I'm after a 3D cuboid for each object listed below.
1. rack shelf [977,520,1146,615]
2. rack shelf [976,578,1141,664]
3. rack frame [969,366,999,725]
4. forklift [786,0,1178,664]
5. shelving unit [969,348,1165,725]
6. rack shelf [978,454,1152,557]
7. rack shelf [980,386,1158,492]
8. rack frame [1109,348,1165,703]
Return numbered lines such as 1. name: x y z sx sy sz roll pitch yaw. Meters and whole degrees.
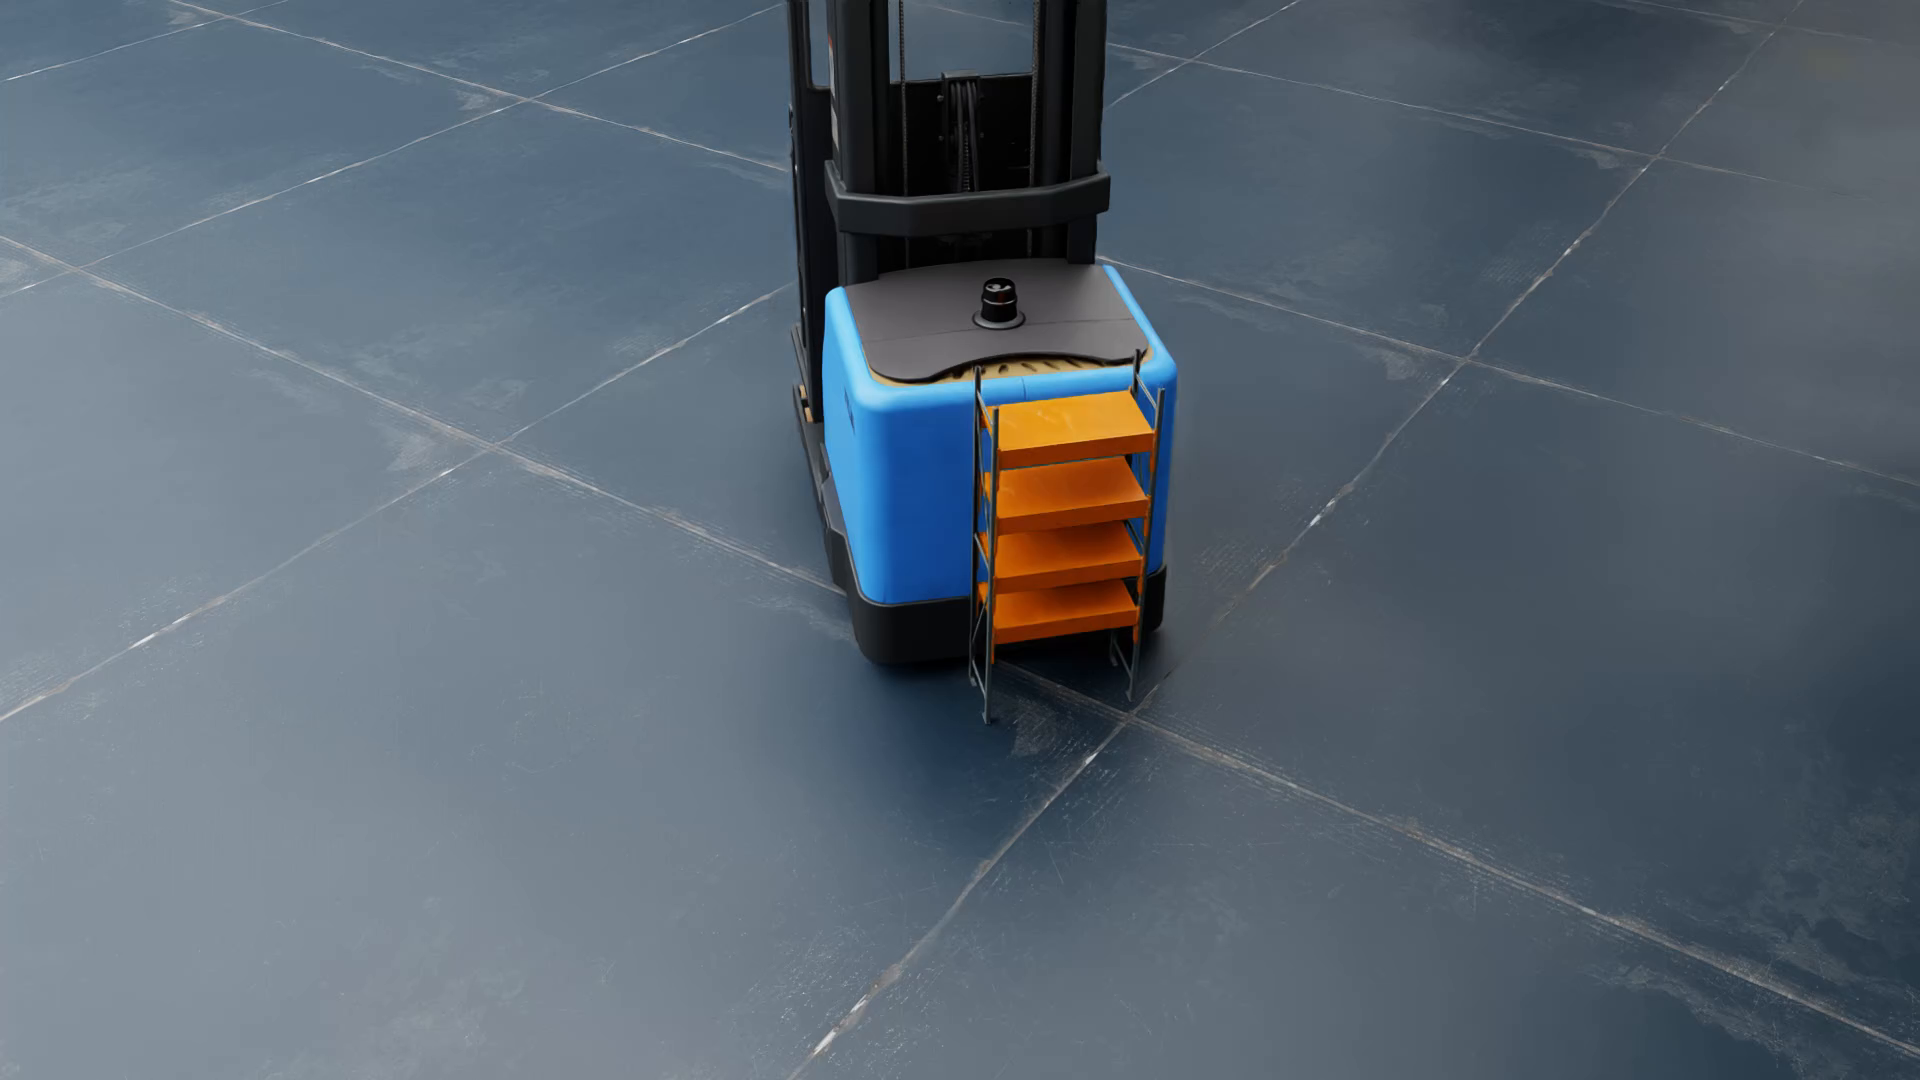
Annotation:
1. rack shelf: 0.307 0.068 5.188 0.480 0.148 0.258 -7 37 -11
2. rack shelf: 0.305 0.227 5.306 0.480 0.148 0.258 -7 37 -11
3. rack frame: 0.070 0.045 5.102 0.015 1.200 0.240 -7 37 -11
4. forklift: -0.087 -1.620 6.029 1.130 2.935 3.031 -6 35 -9
5. shelving unit: 0.308 0.014 5.147 0.503 1.200 0.258 -7 37 -11
6. rack shelf: 0.310 -0.111 5.054 0.480 0.148 0.258 -7 37 -11
7. rack shelf: 0.312 -0.301 4.913 0.480 0.148 0.258 -7 37 -11
8. rack frame: 0.546 -0.017 5.193 0.015 1.200 0.240 -7 37 -11
